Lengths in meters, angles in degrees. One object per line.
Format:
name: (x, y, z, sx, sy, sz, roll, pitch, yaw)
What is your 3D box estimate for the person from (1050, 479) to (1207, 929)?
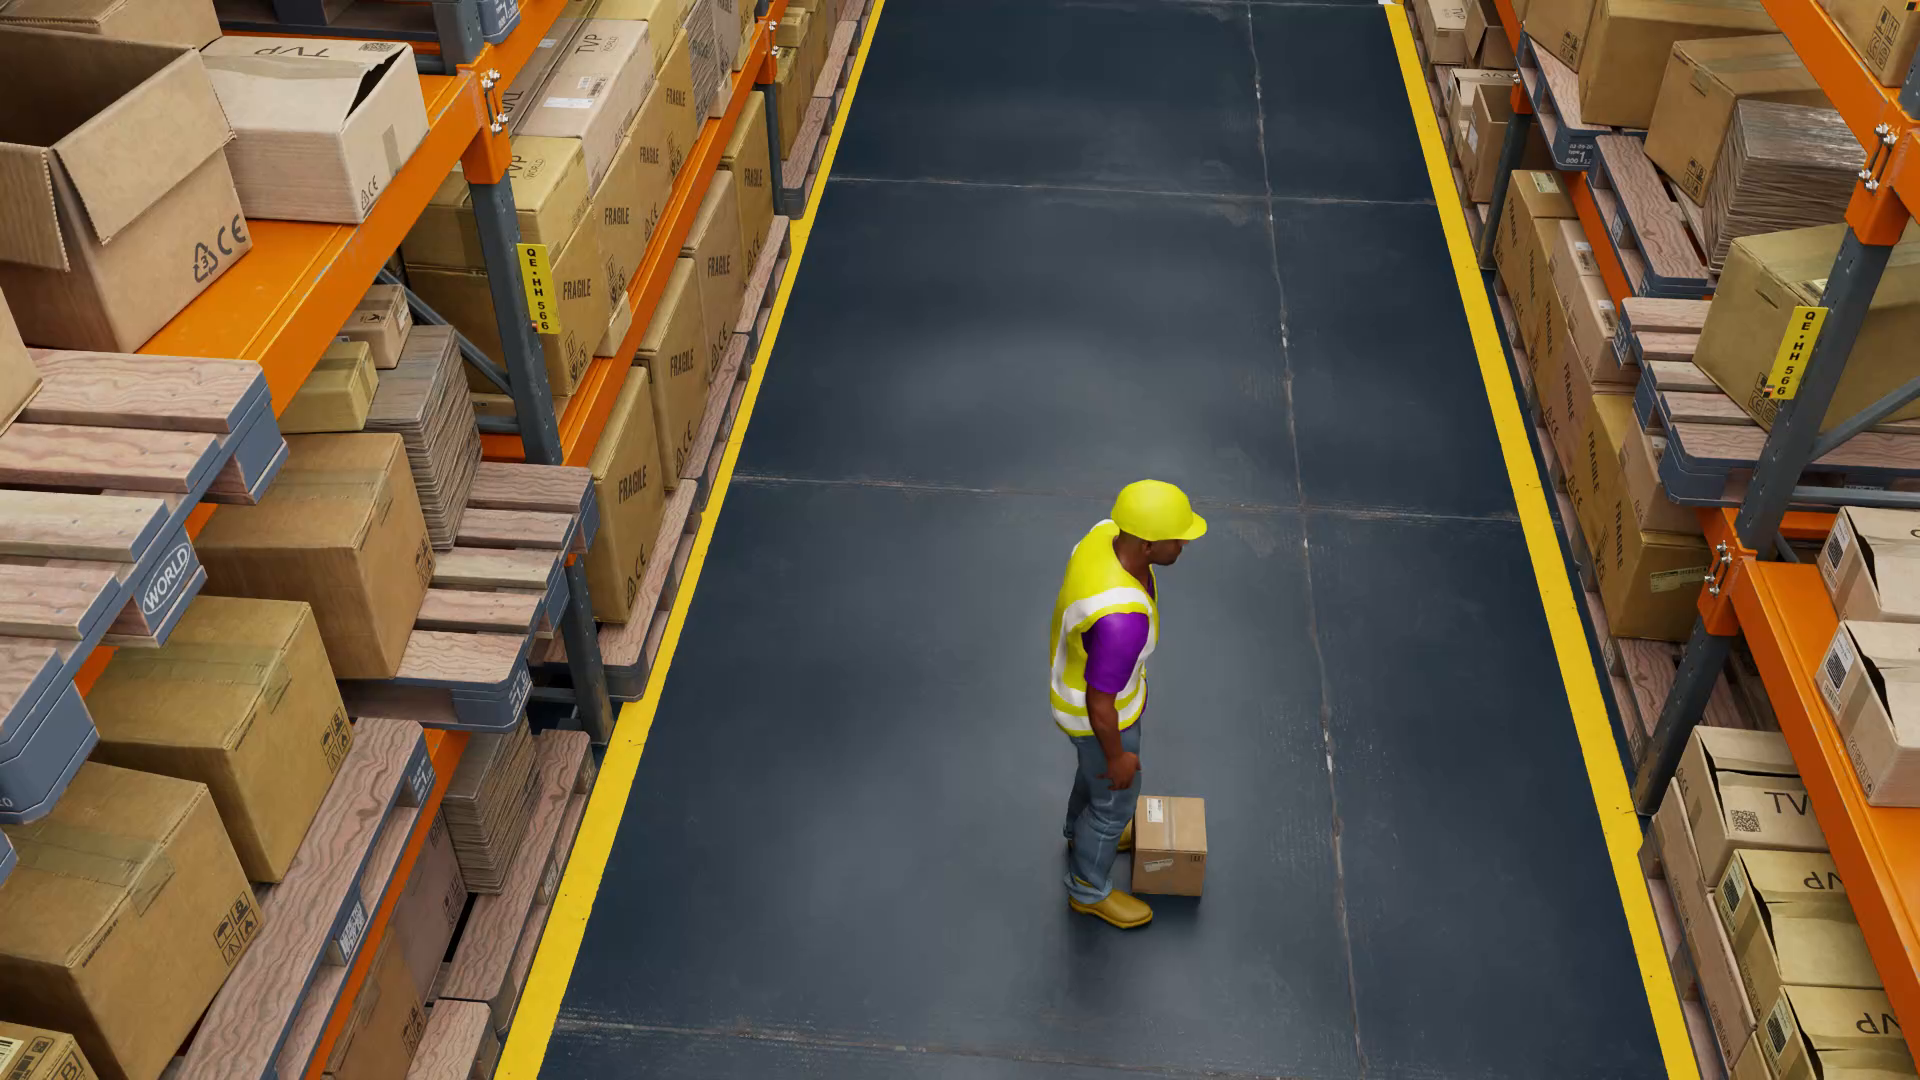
person: (0.519, 0.523, 5.517, 0.458, 1.757, 0.628, 3, 40, 4)
